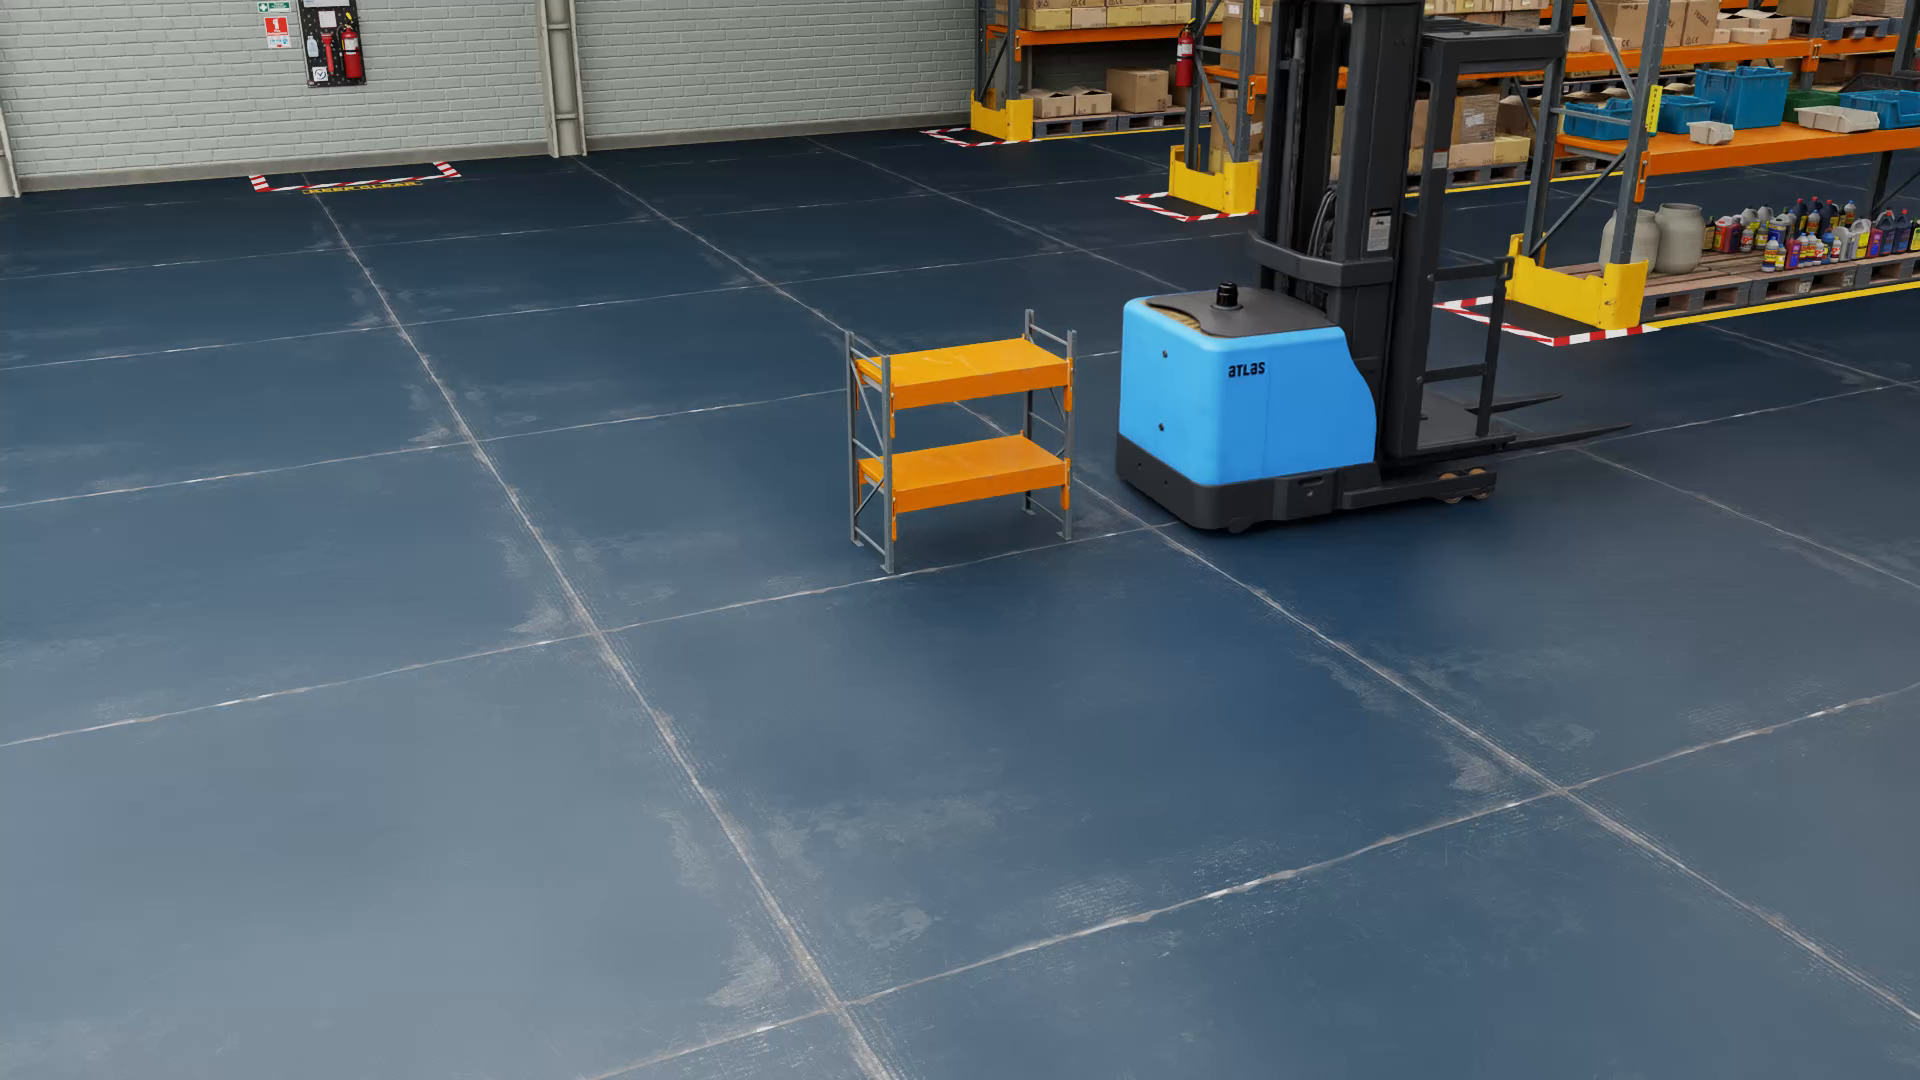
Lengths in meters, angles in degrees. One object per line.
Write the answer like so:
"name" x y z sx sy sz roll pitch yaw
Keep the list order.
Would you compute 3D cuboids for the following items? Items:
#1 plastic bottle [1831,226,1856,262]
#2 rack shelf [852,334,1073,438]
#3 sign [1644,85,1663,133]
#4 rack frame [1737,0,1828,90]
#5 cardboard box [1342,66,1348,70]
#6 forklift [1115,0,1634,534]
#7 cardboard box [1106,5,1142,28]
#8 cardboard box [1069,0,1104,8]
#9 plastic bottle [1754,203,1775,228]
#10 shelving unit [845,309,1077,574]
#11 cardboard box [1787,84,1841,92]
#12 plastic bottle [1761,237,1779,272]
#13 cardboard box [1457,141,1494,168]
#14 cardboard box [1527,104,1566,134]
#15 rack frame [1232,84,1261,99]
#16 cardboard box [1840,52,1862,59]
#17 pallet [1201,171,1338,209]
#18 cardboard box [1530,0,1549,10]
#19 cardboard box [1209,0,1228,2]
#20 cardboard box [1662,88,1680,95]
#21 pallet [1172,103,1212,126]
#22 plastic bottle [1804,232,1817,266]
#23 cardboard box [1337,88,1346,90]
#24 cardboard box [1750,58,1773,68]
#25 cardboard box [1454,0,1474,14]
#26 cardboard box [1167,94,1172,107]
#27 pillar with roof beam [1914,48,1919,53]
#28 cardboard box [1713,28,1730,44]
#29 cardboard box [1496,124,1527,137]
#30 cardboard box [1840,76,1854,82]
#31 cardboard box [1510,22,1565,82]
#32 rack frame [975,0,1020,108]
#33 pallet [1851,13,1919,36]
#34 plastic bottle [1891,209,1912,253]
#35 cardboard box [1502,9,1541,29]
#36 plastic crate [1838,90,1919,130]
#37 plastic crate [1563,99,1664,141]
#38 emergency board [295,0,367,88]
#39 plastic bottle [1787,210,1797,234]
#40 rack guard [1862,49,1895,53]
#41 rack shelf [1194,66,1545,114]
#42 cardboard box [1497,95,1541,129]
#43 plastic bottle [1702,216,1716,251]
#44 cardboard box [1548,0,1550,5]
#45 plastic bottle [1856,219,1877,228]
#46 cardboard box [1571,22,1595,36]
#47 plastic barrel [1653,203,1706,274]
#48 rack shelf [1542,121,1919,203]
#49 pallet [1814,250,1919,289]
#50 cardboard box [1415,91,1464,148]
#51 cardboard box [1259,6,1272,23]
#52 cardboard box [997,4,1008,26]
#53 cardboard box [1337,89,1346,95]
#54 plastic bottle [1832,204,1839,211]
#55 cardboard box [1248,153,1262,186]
"plastic bottle" 7.292 -2.457 13.750 0.135 0.276 0.152 -10 24 -23
"rack shelf" 0.006 -0.791 8.426 1.000 0.278 0.538 -10 25 -24
"sign" 4.990 -3.104 11.964 0.005 0.325 0.100 -10 25 -24
"rack frame" 9.819 -6.201 19.808 0.127 3.000 1.000 -10 25 -24
"cardboard box" 3.957 -5.162 17.168 0.500 0.500 0.700 -10 25 -23
"forklift" 2.455 -1.733 9.105 3.031 2.935 1.130 -9 24 -20
"cardboard box" 1.959 -6.665 21.100 0.500 0.250 0.500 -11 25 -24
"cardboard box" 1.469 -6.921 20.737 0.500 0.500 0.500 -10 25 -23
"plastic bottle" 6.899 -2.716 14.278 0.185 0.351 0.144 -11 25 -24
"shelving unit" 0.006 -0.521 8.538 1.048 1.125 0.538 -10 25 -24
"cardboard box" 10.353 -5.226 20.146 0.500 0.500 0.500 -9 24 -21
"plastic bottle" 6.524 -2.302 13.381 0.097 0.271 0.097 0 22 0
"cardboard box" 5.437 -4.229 18.090 0.500 0.250 0.500 -10 25 -24
"cardboard box" 6.695 -4.703 18.501 0.500 0.311 0.500 -10 25 -23
"rack frame" 4.063 -7.244 22.327 0.127 3.000 1.000 -10 25 -24
"cardboard box" 14.288 -8.123 27.170 0.500 0.500 0.700 -10 25 -24
"pallet" 3.281 -3.727 17.477 1.213 0.211 1.003 -10 25 -24
"cardboard box" 6.062 -5.764 17.774 0.250 0.149 0.380 -10 25 -24
"cardboard box" 3.324 -7.260 21.557 0.500 0.500 0.500 -11 25 -24
"cardboard box" 8.289 -5.224 19.761 0.500 0.311 0.500 -11 25 -25
"pallet" 3.473 -5.832 22.562 1.213 0.211 1.003 -10 25 -24
"plastic bottle" 6.923 -2.375 13.559 0.097 0.271 0.097 0 22 0
"cardboard box" 5.163 -6.523 23.279 0.500 0.500 0.700 -11 25 -25
"cardboard box" 12.444 -7.781 26.344 0.500 0.500 0.700 -11 25 -24
"cardboard box" 5.145 -5.596 17.368 0.250 0.149 0.380 -11 25 -24
"cardboard box" 2.613 -5.871 22.164 0.250 0.149 0.380 -13 26 -28
"pillar with roof beam" 18.800 -11.268 24.207 0.400 9.000 9.100 -10 25 -24
"cardboard box" 8.694 -5.854 19.298 0.250 0.149 0.380 -9 24 -20
"cardboard box" 6.462 -4.629 19.058 0.500 0.250 0.500 -11 25 -24
"cardboard box" 11.026 -5.571 20.979 0.500 0.500 0.500 -11 25 -26
"cardboard box" 8.386 -7.185 24.447 0.750 0.750 0.750 -11 25 -24
"rack frame" 0.458 -6.580 20.725 0.127 3.000 1.000 -10 25 -24
"pallet" 11.569 -6.436 20.628 1.213 0.211 1.003 -10 25 -24
"plastic bottle" 7.904 -2.603 14.004 0.185 0.351 0.144 -11 25 -25
"cardboard box" 5.817 -5.508 18.003 0.500 0.500 0.700 -11 25 -25
"plastic crate" 7.480 -3.484 13.438 0.616 0.251 0.499 -10 25 -24
"plastic crate" 5.076 -3.283 12.955 0.616 0.251 0.499 -10 25 -24
"emergency board" -6.936 -5.602 18.362 0.643 1.169 0.194 -10 25 -24
"plastic bottle" 7.166 -2.713 14.373 0.097 0.271 0.097 0 22 0
"rack guard" 14.897 -8.083 27.624 0.348 0.500 1.175 -10 25 -24
"rack shelf" 4.412 -4.873 17.541 4.000 0.370 1.077 -10 25 -24
"cardboard box" 6.455 -4.886 18.944 0.500 0.311 0.500 -10 25 -24
"plastic bottle" 6.317 -2.596 14.075 0.133 0.283 0.061 -10 24 -22
"cardboard box" 8.295 -7.814 24.007 0.250 0.149 0.380 -10 25 -23
"plastic bottle" 7.644 -2.583 14.055 0.135 0.276 0.152 -10 25 -24
"cardboard box" 6.927 -5.684 18.736 0.258 0.266 0.396 -11 25 -25
"plastic barrel" 5.767 -2.429 13.400 0.421 0.512 0.421 0 22 0
"rack shelf" 6.557 -3.165 13.416 4.000 0.370 1.077 -10 25 -24
"pallet" 7.736 -2.444 14.378 1.213 0.211 1.003 -10 25 -24
"cardboard box" 4.987 -4.492 17.745 0.500 0.500 0.500 -10 25 -24
"cardboard box" 3.057 -5.210 16.437 0.250 0.149 0.380 -11 25 -24
"cardboard box" 0.796 -6.664 21.098 0.500 0.250 0.500 -10 25 -23
"cardboard box" 4.310 -4.589 17.979 0.500 0.500 0.500 -10 25 -24
"plastic bottle" 7.603 -2.809 14.601 0.135 0.276 0.152 -9 24 -22
"cardboard box" 3.190 -3.810 17.077 0.500 0.250 0.500 -10 25 -24
